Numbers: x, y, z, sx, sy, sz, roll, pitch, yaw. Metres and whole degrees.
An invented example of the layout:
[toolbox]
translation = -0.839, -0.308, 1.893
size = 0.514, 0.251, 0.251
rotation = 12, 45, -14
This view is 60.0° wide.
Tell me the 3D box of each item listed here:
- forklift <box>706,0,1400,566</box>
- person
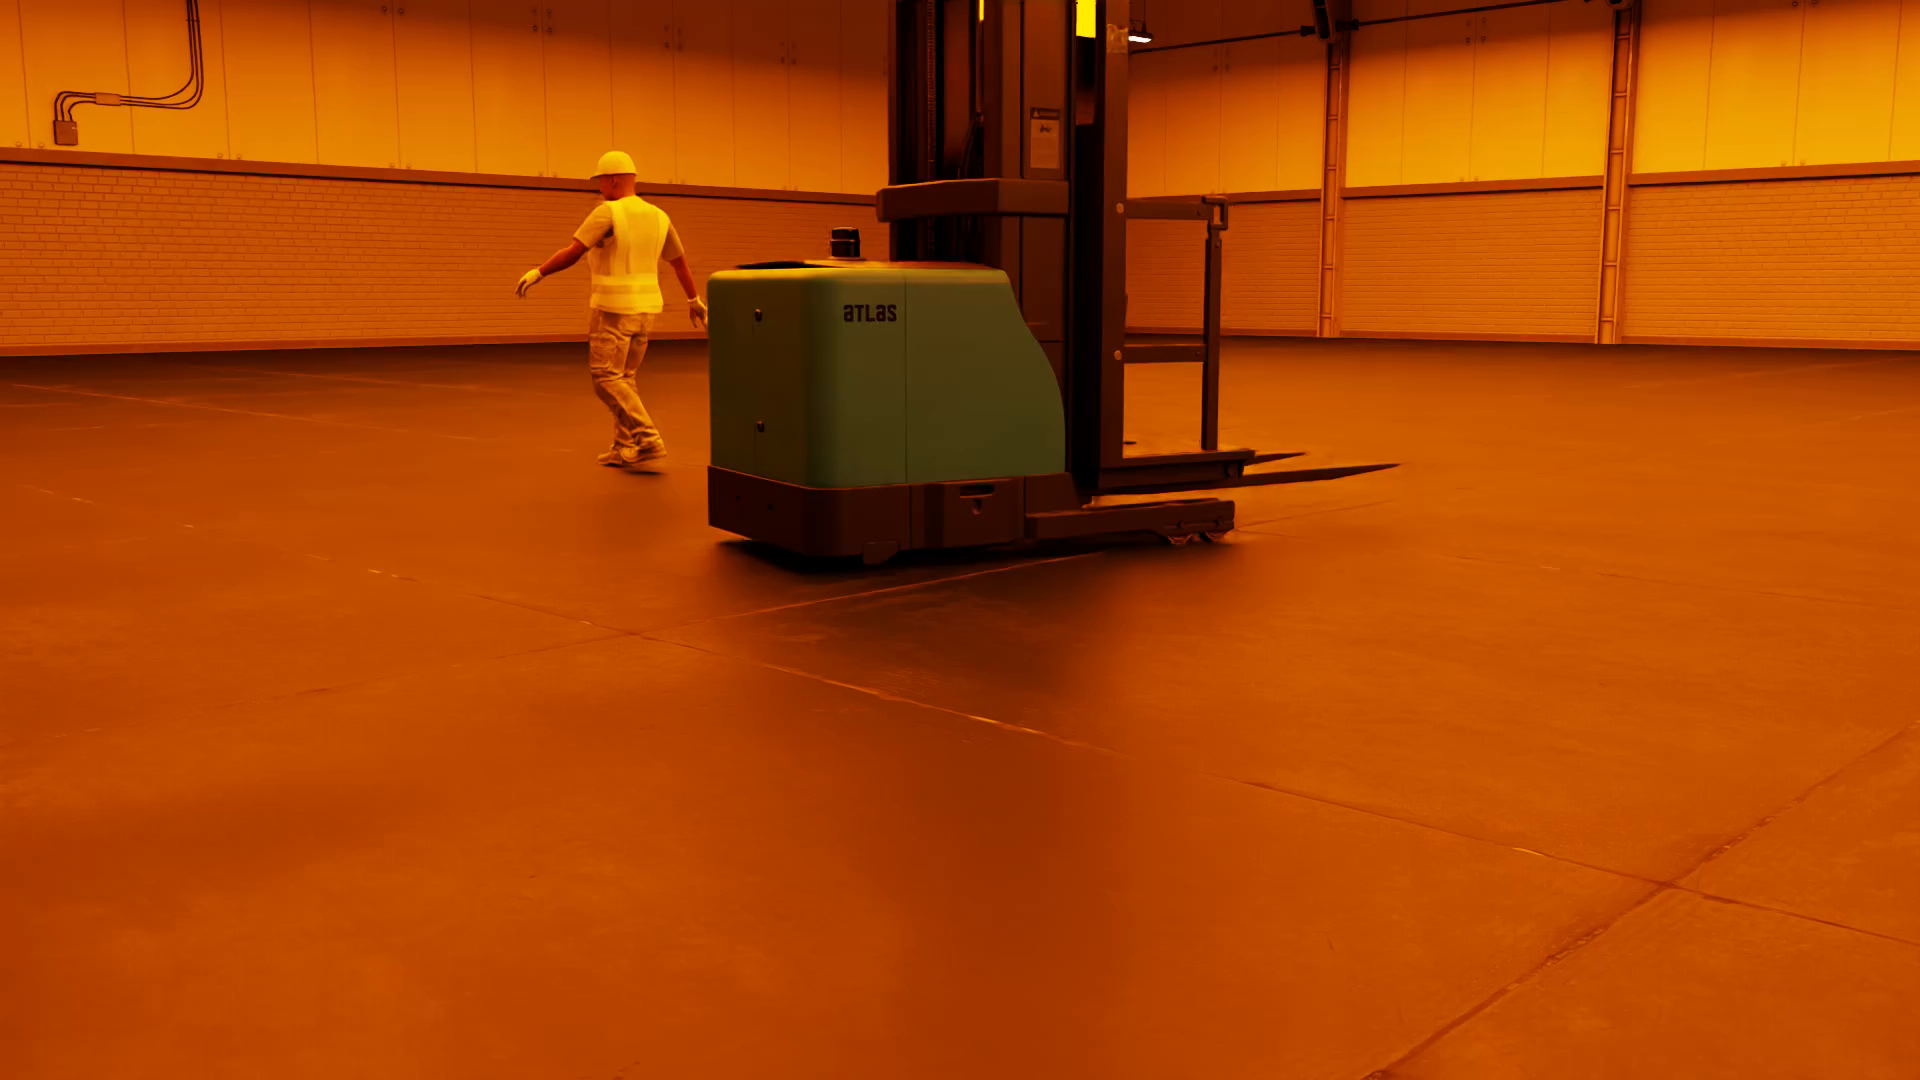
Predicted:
[forklift]
translation = 0.520, -1.497, 6.814
size = 3.031, 2.935, 1.130
rotation = -5, 10, -31
[person]
translation = -1.886, -1.279, 9.320
size = 0.751, 1.760, 0.978
rotation = 5, 10, 30
